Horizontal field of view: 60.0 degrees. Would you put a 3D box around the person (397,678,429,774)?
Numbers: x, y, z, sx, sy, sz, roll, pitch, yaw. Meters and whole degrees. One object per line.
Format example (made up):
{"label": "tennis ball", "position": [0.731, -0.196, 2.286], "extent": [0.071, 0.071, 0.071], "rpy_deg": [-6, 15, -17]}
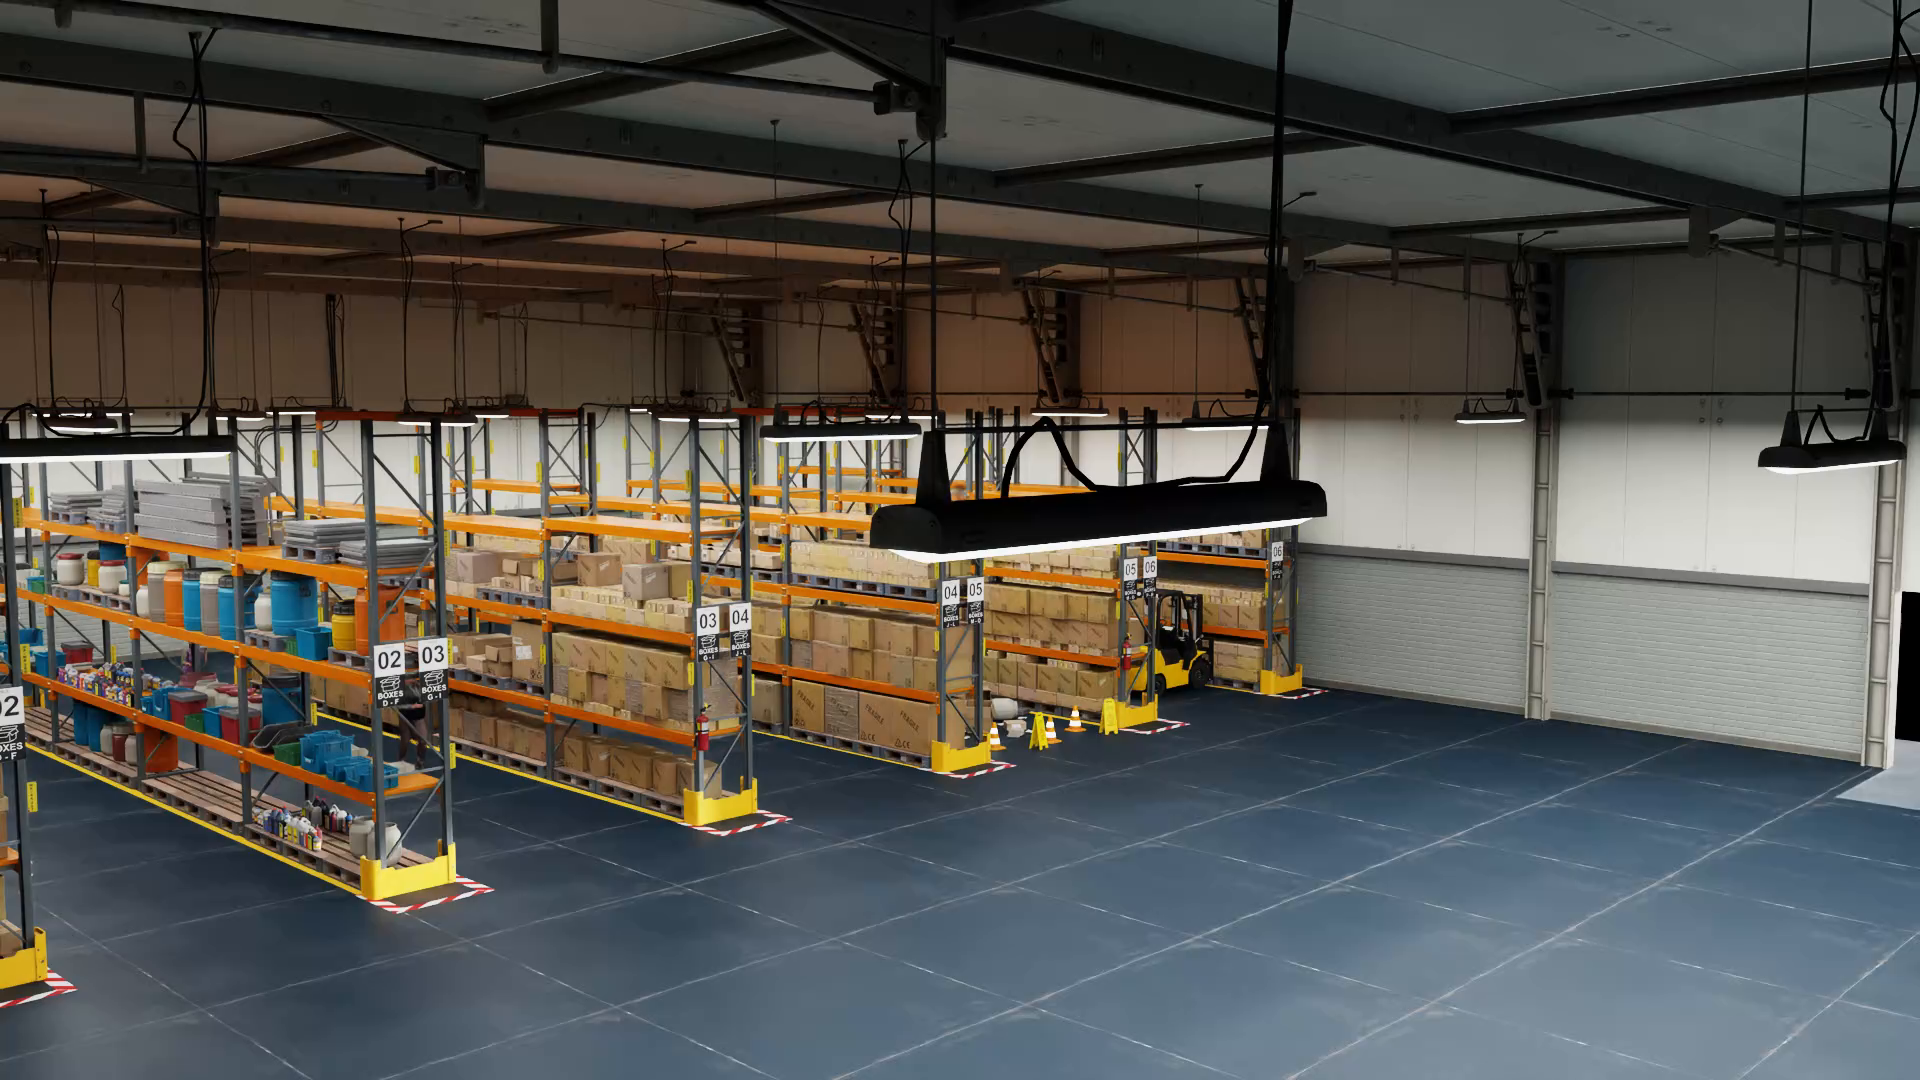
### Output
{"label": "person", "position": [-9.128, 3.025, 27.705], "extent": [0.586, 1.774, 0.833], "rpy_deg": [-5, 7, -43]}

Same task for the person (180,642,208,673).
{"label": "person", "position": [-15.306, 2.666, 33.225], "extent": [0.578, 1.499, 0.903], "rpy_deg": [-4, 7, -41]}
